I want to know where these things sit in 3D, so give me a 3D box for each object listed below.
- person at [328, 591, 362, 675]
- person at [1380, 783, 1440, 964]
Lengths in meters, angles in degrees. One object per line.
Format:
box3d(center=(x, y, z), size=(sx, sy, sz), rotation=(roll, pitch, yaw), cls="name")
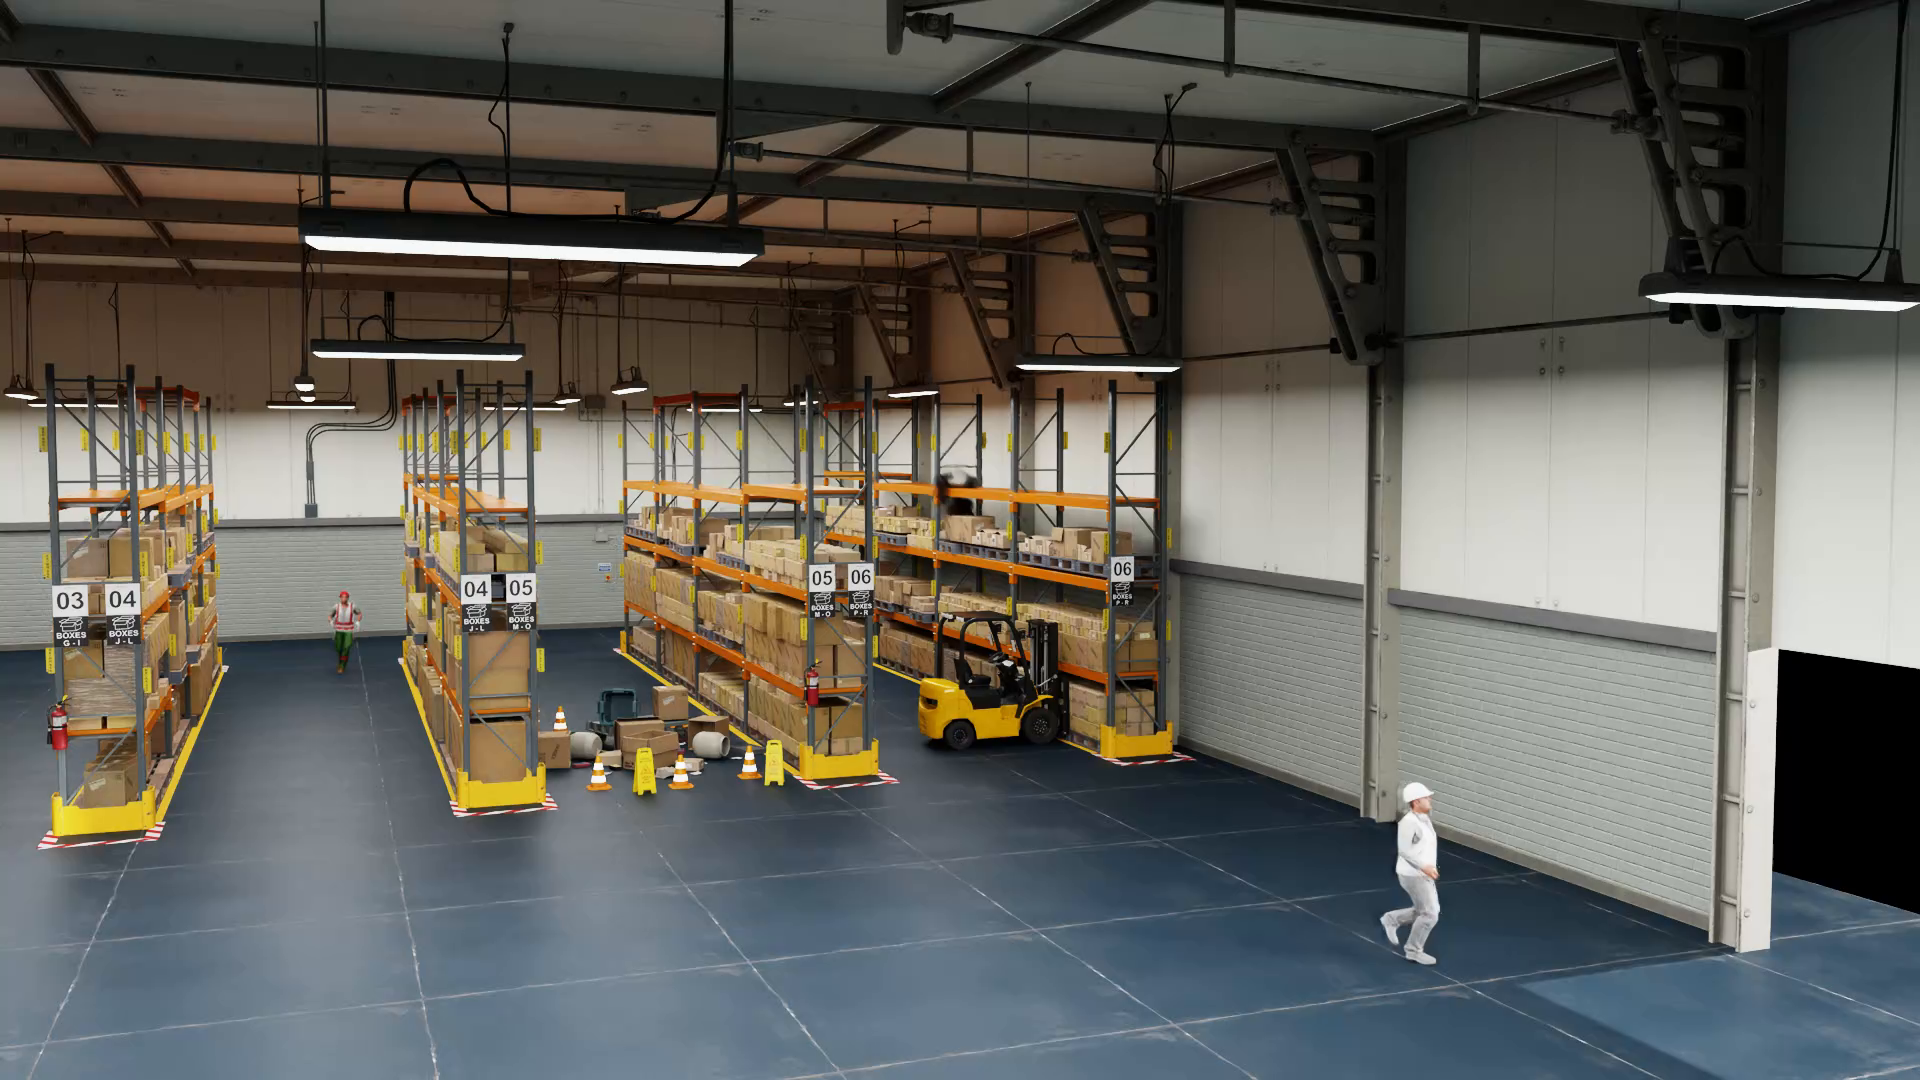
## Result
box3d(center=(-13.402, 1.995, 36.201), size=(0.689, 1.781, 0.994), rotation=(-1, 3, -13), cls="person")
box3d(center=(4.361, 3.199, 16.093), size=(0.600, 1.727, 0.690), rotation=(2, 4, 26), cls="person")
